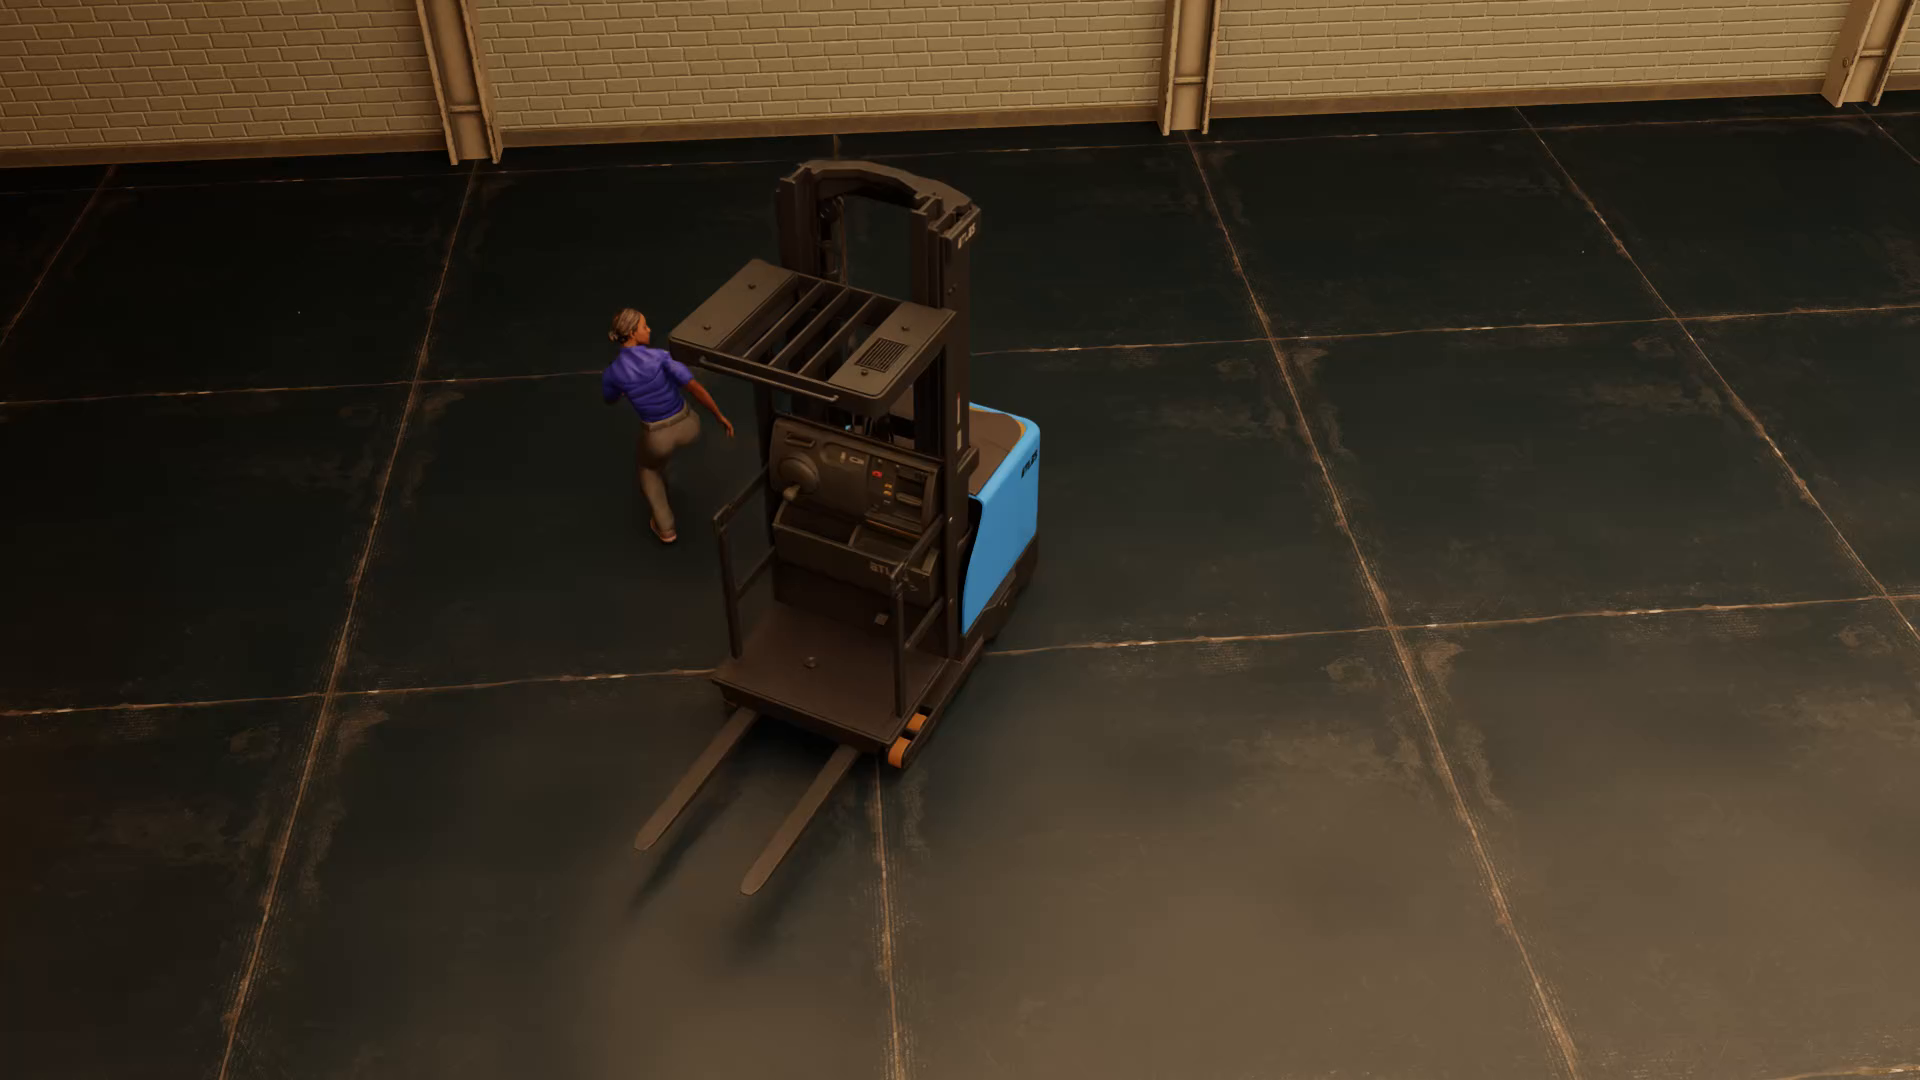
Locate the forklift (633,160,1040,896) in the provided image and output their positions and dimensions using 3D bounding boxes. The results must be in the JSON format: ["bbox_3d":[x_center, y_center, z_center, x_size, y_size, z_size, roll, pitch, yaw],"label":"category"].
[{"bbox_3d":[-0.634,-0.237,8.215,1.130,2.935,3.031,18,44,19],"label":"forklift"}]

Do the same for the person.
[{"bbox_3d":[-1.771,-0.766,9.964,0.684,1.490,0.746,-13,42,-15],"label":"person"}]
